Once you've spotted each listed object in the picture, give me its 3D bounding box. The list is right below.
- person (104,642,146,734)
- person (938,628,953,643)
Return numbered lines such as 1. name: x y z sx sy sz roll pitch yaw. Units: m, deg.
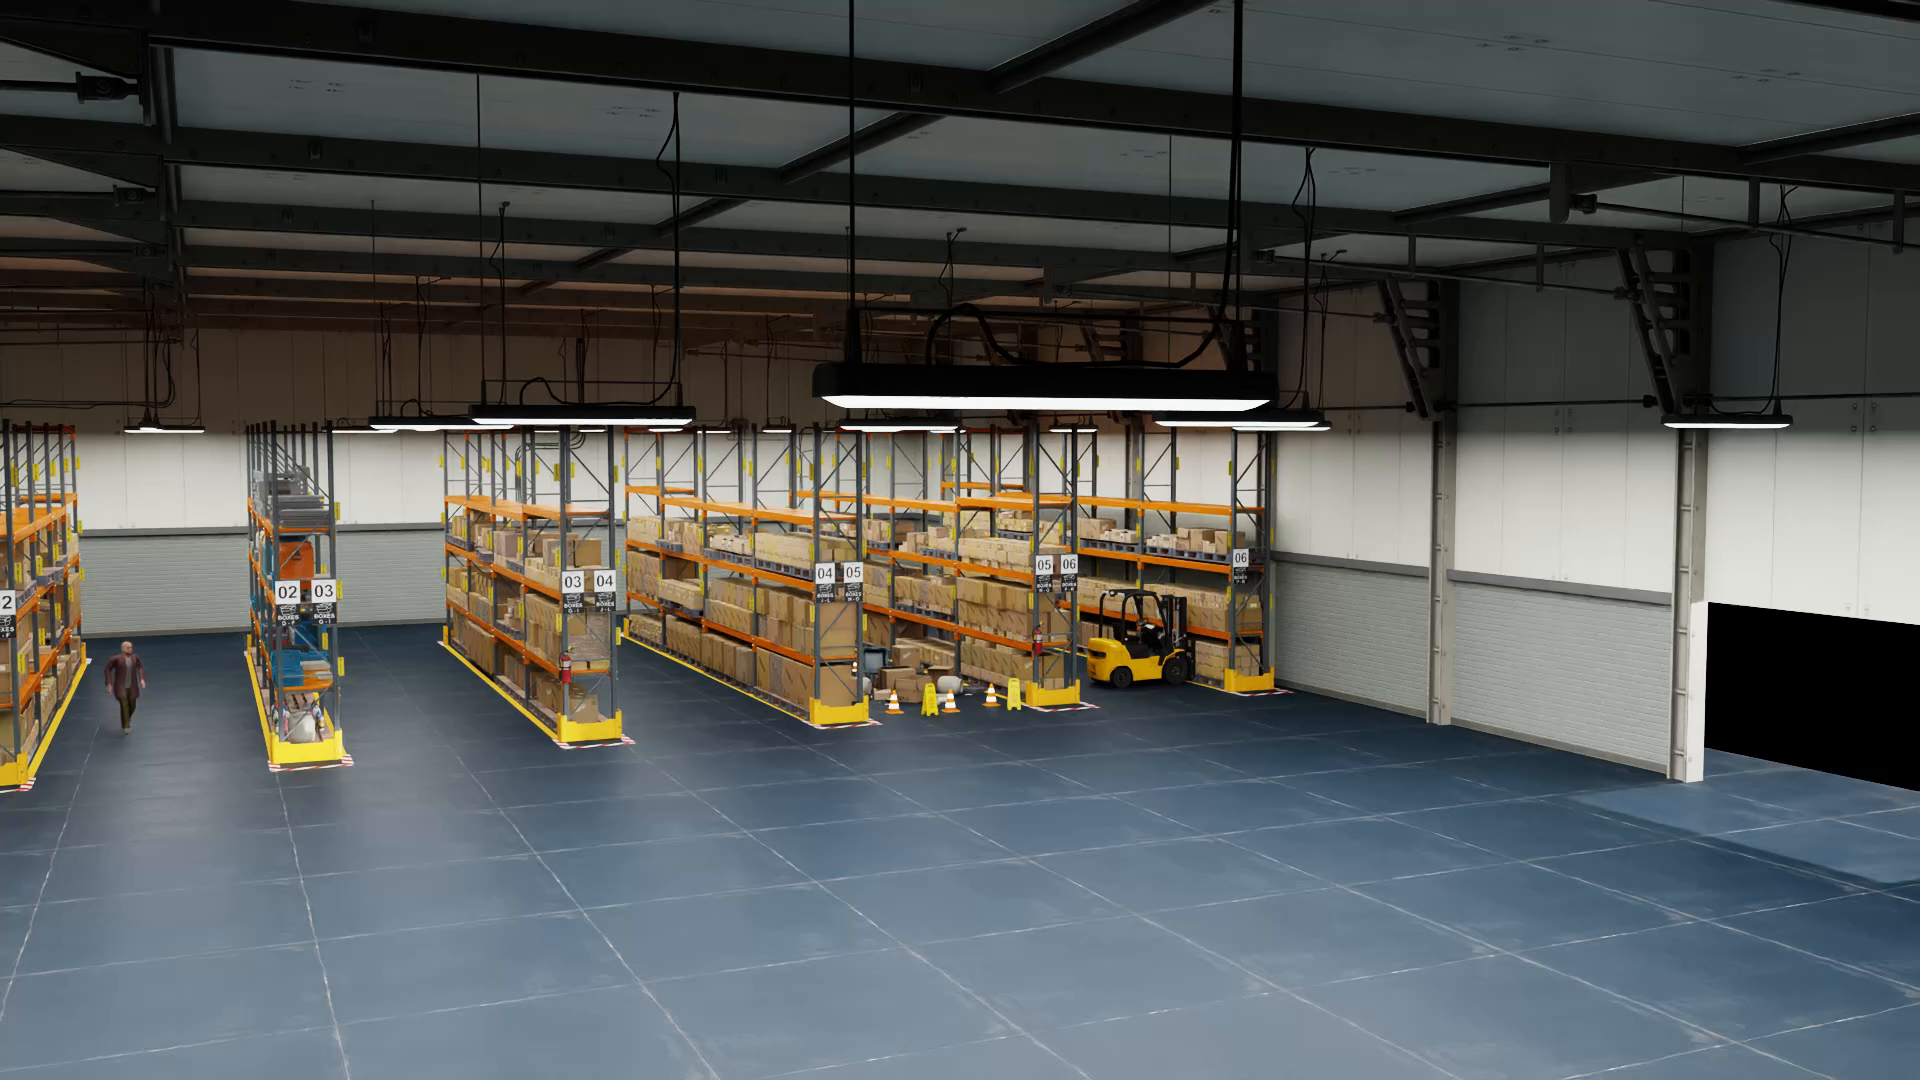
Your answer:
1. person: -16.158 2.837 32.157 0.713 1.771 0.824 -3 5 -43
2. person: -0.386 2.093 44.413 0.565 1.720 0.500 -1 4 -21
